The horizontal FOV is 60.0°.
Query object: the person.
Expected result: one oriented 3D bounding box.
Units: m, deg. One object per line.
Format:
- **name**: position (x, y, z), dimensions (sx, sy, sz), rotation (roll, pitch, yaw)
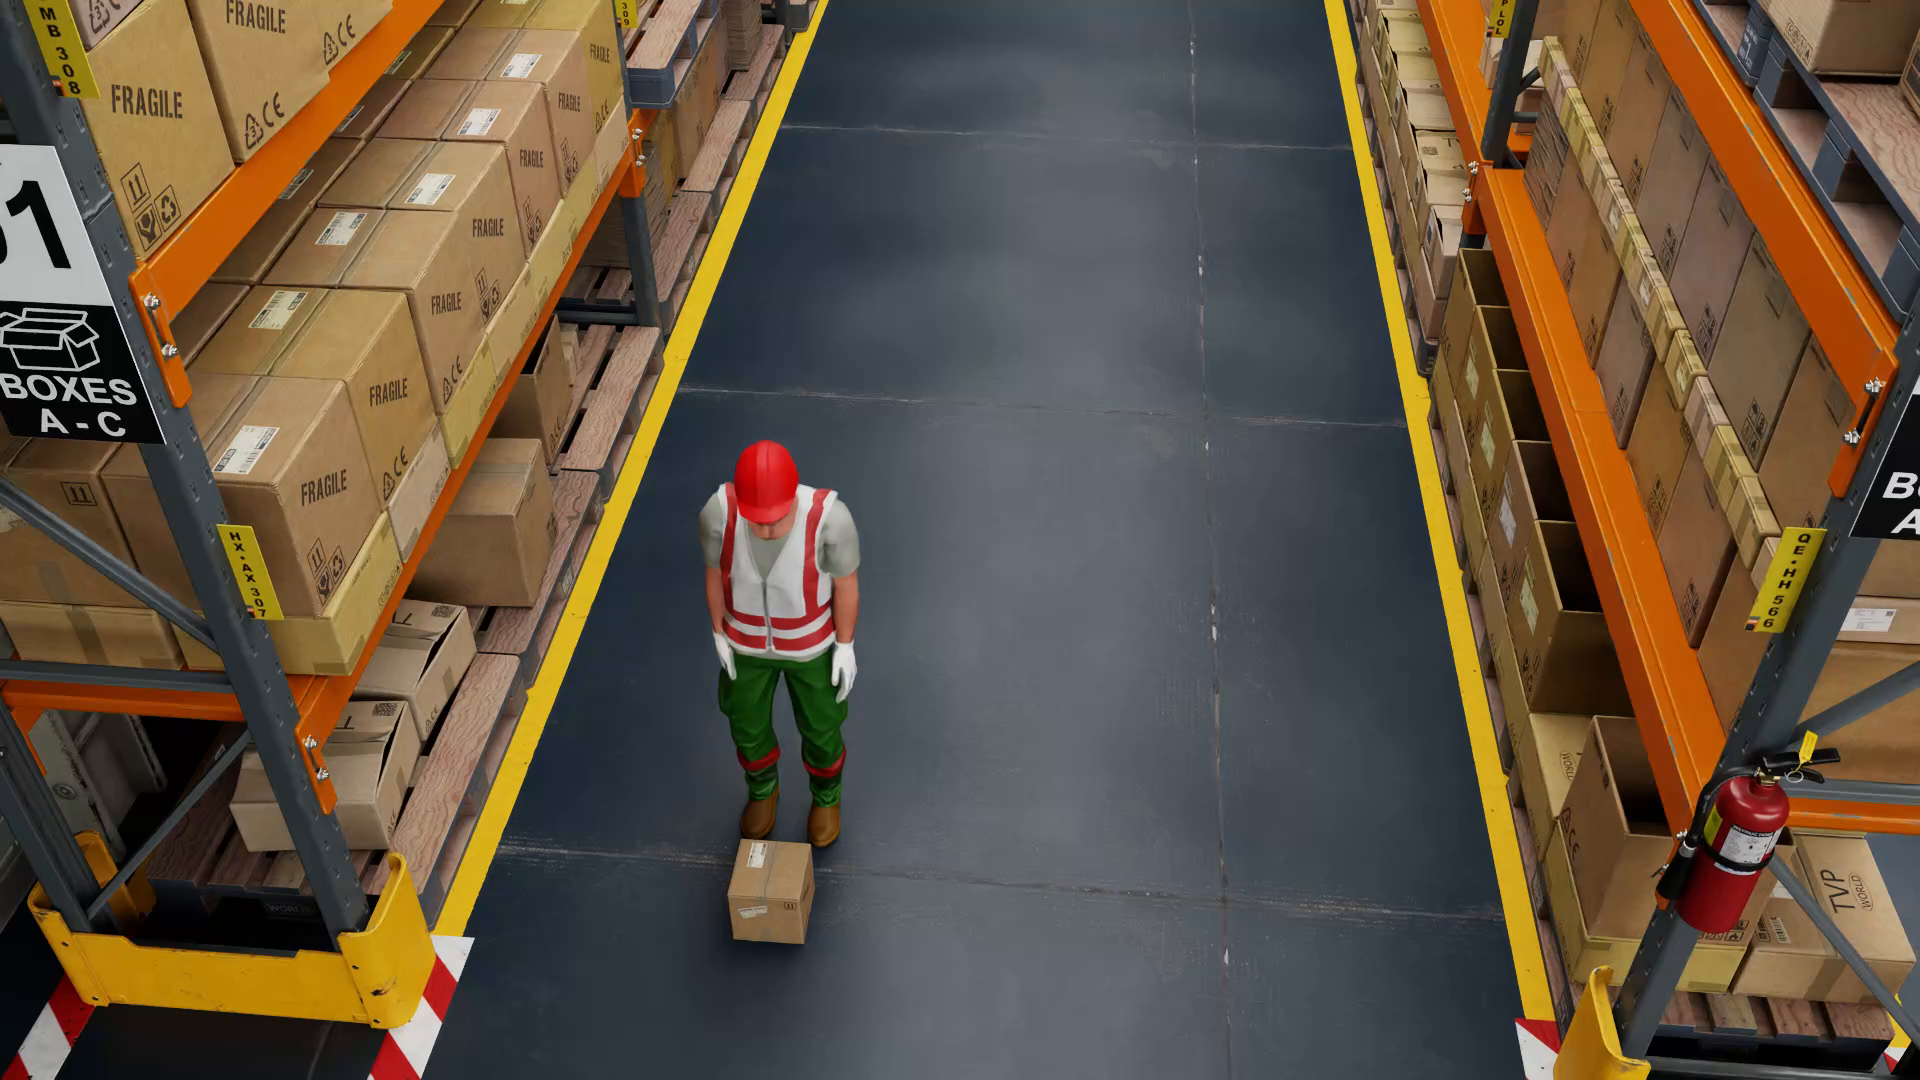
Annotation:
- **person**: position (-0.603, 0.362, 5.722), dimensions (0.534, 1.764, 0.400), rotation (4, 40, 5)
